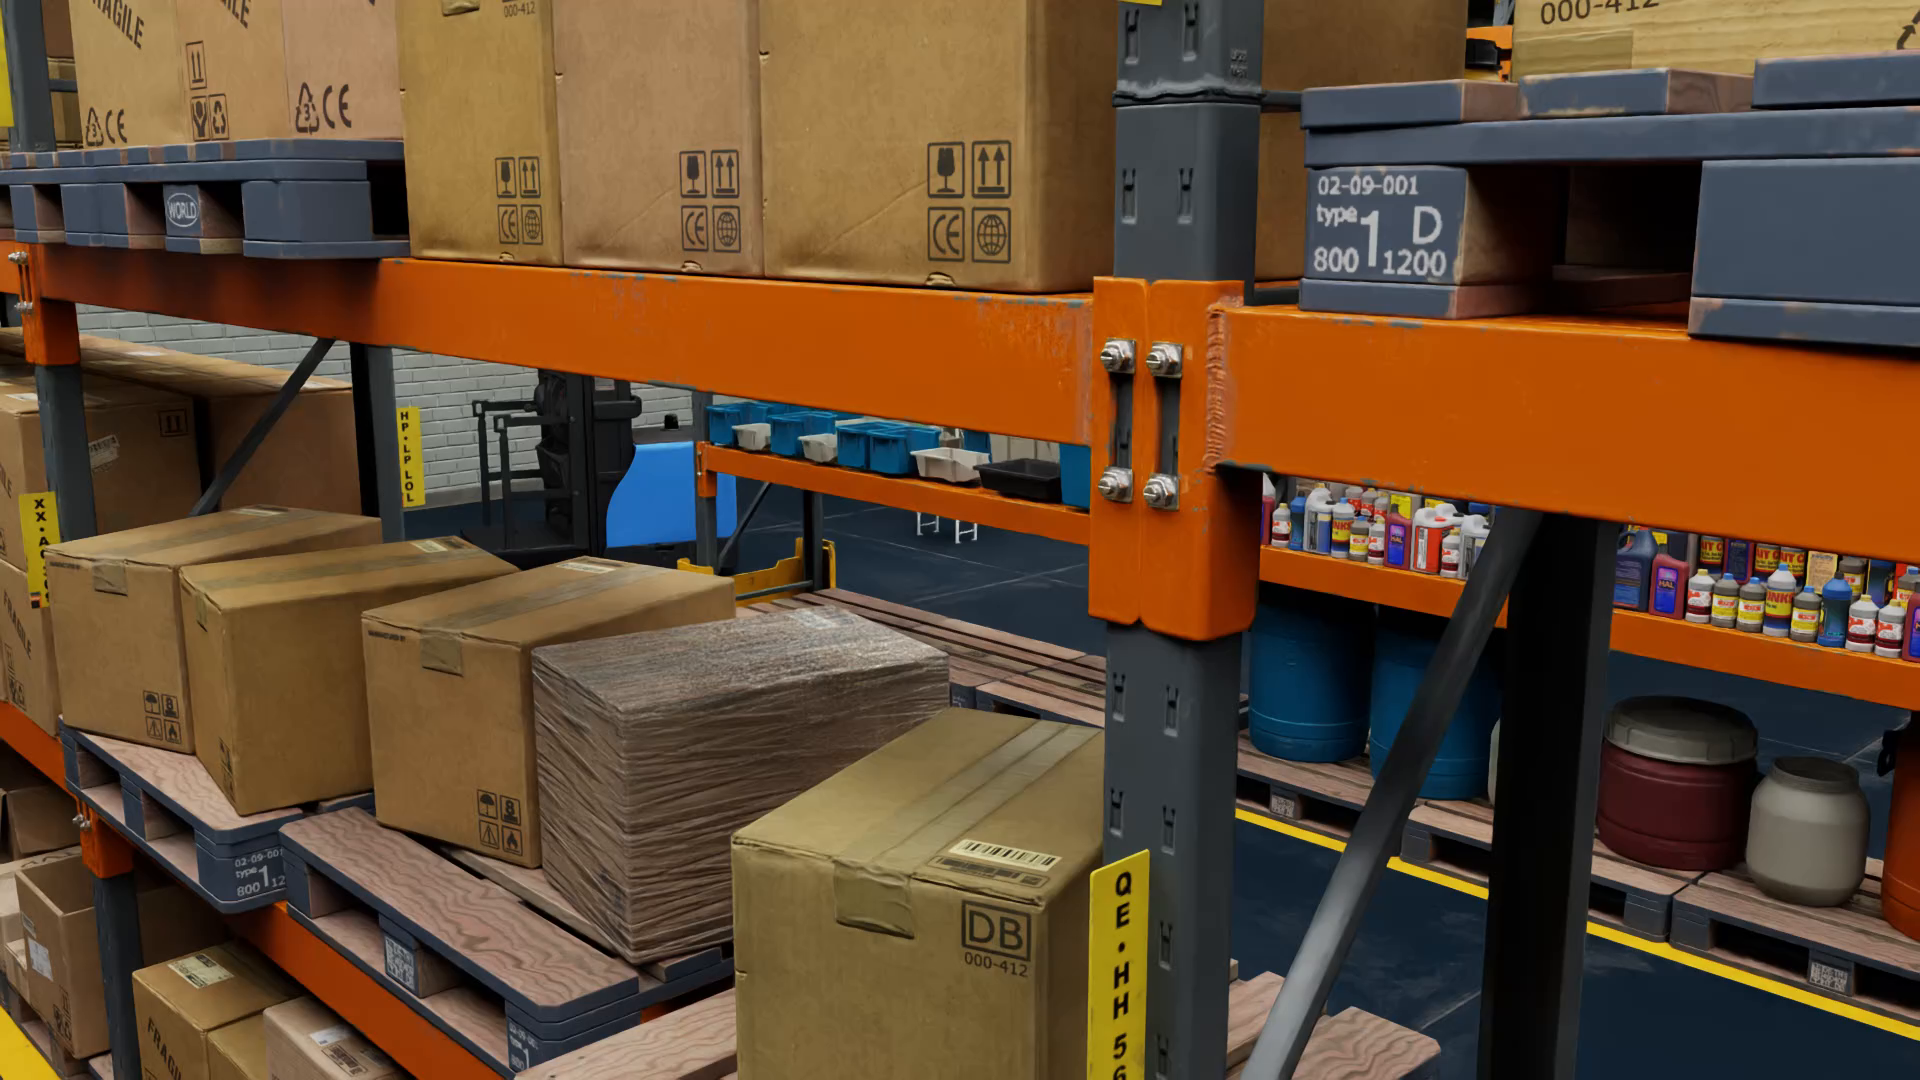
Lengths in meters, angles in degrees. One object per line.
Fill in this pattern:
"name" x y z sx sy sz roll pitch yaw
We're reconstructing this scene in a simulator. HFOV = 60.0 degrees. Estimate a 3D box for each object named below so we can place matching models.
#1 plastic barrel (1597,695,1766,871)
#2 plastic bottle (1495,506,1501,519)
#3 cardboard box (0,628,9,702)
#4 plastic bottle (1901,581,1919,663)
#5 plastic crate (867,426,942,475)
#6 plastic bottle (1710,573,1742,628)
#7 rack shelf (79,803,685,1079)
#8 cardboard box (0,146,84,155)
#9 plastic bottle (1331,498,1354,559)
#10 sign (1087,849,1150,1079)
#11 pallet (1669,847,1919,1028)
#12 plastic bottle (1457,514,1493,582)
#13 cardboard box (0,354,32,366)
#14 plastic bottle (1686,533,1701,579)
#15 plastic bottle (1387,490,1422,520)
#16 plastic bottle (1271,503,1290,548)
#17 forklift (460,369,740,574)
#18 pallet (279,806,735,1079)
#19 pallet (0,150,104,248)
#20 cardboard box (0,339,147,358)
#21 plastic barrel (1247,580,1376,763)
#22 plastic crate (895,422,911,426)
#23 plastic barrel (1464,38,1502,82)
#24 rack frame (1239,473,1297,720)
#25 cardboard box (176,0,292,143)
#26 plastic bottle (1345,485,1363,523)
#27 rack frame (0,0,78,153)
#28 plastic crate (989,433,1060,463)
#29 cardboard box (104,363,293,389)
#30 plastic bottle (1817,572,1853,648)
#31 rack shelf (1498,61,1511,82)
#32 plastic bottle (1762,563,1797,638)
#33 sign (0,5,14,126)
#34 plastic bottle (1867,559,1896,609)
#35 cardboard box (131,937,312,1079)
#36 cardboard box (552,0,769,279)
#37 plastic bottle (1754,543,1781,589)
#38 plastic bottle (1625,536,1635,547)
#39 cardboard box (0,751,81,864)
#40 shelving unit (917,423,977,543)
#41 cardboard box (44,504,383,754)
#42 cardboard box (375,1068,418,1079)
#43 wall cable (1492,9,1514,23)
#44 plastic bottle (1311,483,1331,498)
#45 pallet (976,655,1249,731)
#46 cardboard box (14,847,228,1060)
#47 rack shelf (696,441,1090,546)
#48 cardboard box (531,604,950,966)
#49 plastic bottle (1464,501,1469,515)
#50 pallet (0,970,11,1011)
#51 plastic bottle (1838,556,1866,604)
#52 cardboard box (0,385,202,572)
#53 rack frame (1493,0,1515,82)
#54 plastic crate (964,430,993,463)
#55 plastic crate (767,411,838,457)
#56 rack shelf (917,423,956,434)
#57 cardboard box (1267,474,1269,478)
"plastic barrel" 3.018 1.011 7.007 0.600 0.588 0.708 -11 16 -43
"plastic bottle" 2.508 -0.072 7.648 0.097 0.271 0.097 0 12 0
"cardboard box" -3.087 0.214 5.692 0.500 0.500 0.500 -10 16 -41
"plastic bottle" 3.401 0.293 5.845 0.061 0.283 0.133 -11 16 -43
"plastic crate" -0.328 -0.528 9.806 0.416 0.233 0.300 -11 16 -43
"plastic bottle" 2.931 0.229 6.361 0.097 0.201 0.097 0 12 0
"rack shelf" -0.818 1.019 3.813 1.077 0.370 4.000 -11 16 -43
"cardboard box" -2.728 -1.054 5.034 0.500 0.250 0.500 -11 16 -43
"plastic bottle" 1.743 -0.057 7.572 0.097 0.271 0.097 0 12 0
"sign" 0.177 0.508 1.841 0.100 0.325 0.005 -11 16 -43
"pallet" 3.573 1.526 6.483 1.003 0.211 1.213 -11 16 -43
"plastic bottle" 2.229 0.036 7.112 0.152 0.276 0.135 -11 16 -43
"cardboard box" -3.786 -0.423 6.305 0.500 0.500 0.500 -11 16 -43
"plastic bottle" 3.125 0.019 7.191 0.152 0.276 0.135 -11 16 -43
"plastic bottle" 2.153 -0.182 7.982 0.144 0.351 0.185 -11 16 -43
"plastic bottle" 1.515 -0.071 7.813 0.097 0.201 0.097 0 12 0
"forklift" -3.298 -1.129 12.629 3.031 2.935 1.130 -5 13 -24
"pallet" -0.783 0.770 3.717 1.003 0.211 1.213 -11 16 -43
"pallet" -1.800 -0.897 4.364 1.213 0.211 1.003 -11 16 -43
"cardboard box" -3.745 -0.572 7.029 0.500 0.500 0.500 -10 16 -41
"plastic barrel" 1.749 0.589 8.277 0.600 0.901 0.708 -11 16 -43
"plastic crate" -0.493 -0.661 10.689 0.396 0.136 0.243 -11 16 -43
"plastic barrel" 2.163 -1.977 7.632 0.600 0.588 0.600 0 12 0
"rack frame" 1.386 -0.315 8.505 1.000 3.000 0.127 -11 16 -43
"cardboard box" -1.427 -1.220 3.927 0.600 0.600 0.600 -11 16 -43
"plastic bottle" 1.992 -0.192 8.401 0.097 0.201 0.097 0 12 0
"rack frame" -2.199 -2.563 4.552 1.000 3.000 0.127 -11 16 -43
"plastic crate" 0.464 -0.534 9.717 0.437 0.282 0.530 -11 16 -43
"cardboard box" -2.678 -0.347 5.935 0.500 0.500 0.500 11 16 43
"plastic bottle" 3.200 0.251 6.078 0.097 0.271 0.097 0 12 0
"rack shelf" 7.244 -4.557 16.022 1.077 0.370 4.000 -11 16 -43
"plastic bottle" 3.065 0.223 6.216 0.097 0.271 0.097 0 12 0
"sign" -2.587 -1.271 4.430 0.100 0.325 0.005 -11 16 -43
"plastic bottle" 3.659 0.144 6.597 0.097 0.271 0.097 0 12 0
"cardboard box" -2.042 1.488 4.857 0.500 0.500 0.500 11 16 43
"cardboard box" -0.115 -0.693 2.658 0.910 0.500 0.500 -11 16 -43
"plastic bottle" 3.384 0.068 6.965 0.097 0.271 0.097 0 12 0
"plastic bottle" 2.747 0.113 6.719 0.061 0.283 0.133 -11 16 -43
"cardboard box" -3.501 1.109 6.692 0.797 0.503 0.637 -11 16 -43
"shelving unit" -0.114 -0.612 14.408 0.258 1.200 0.503 -11 16 -43
"cardboard box" -2.034 0.221 4.618 0.500 0.500 0.700 6 13 26
"cardboard box" -1.004 1.340 3.718 0.500 0.250 0.500 -11 16 -44
"wall cable" 9.989 -10.326 28.449 2.988 3.039 0.133 -11 16 -43
"plastic bottle" 1.814 -0.185 8.367 0.097 0.201 0.097 0 12 0
"pallet" 0.850 0.949 9.281 1.003 0.211 1.213 -11 16 -43
"cardboard box" -2.798 1.340 5.577 0.500 0.500 0.500 -11 16 -43
"rack shelf" 0.005 -0.254 9.994 1.077 0.370 4.000 -11 16 -43
"cardboard box" -0.447 0.468 3.418 0.700 0.500 0.500 -7 14 -32
"plastic bottle" 2.385 -0.175 7.949 0.144 0.351 0.185 -11 16 -43
"pallet" -3.520 1.463 6.790 1.003 0.211 1.213 -11 16 -43
"plastic bottle" 3.611 0.151 6.739 0.097 0.201 0.097 0 12 0
"cardboard box" -2.736 -0.201 5.229 0.500 0.500 0.500 -11 16 -42
"rack frame" 5.863 -5.203 17.366 1.000 3.000 0.127 -11 16 -43
"plastic crate" 0.227 -0.582 10.068 0.416 0.233 0.300 -11 16 -43
"plastic crate" -0.990 -0.668 10.485 0.416 0.233 0.300 -11 16 -43
"rack shelf" -0.114 -1.019 14.324 0.258 0.148 0.480 -11 16 -43
"cardboard box" 2.705 -0.671 14.461 0.875 0.875 0.875 -11 16 -43
